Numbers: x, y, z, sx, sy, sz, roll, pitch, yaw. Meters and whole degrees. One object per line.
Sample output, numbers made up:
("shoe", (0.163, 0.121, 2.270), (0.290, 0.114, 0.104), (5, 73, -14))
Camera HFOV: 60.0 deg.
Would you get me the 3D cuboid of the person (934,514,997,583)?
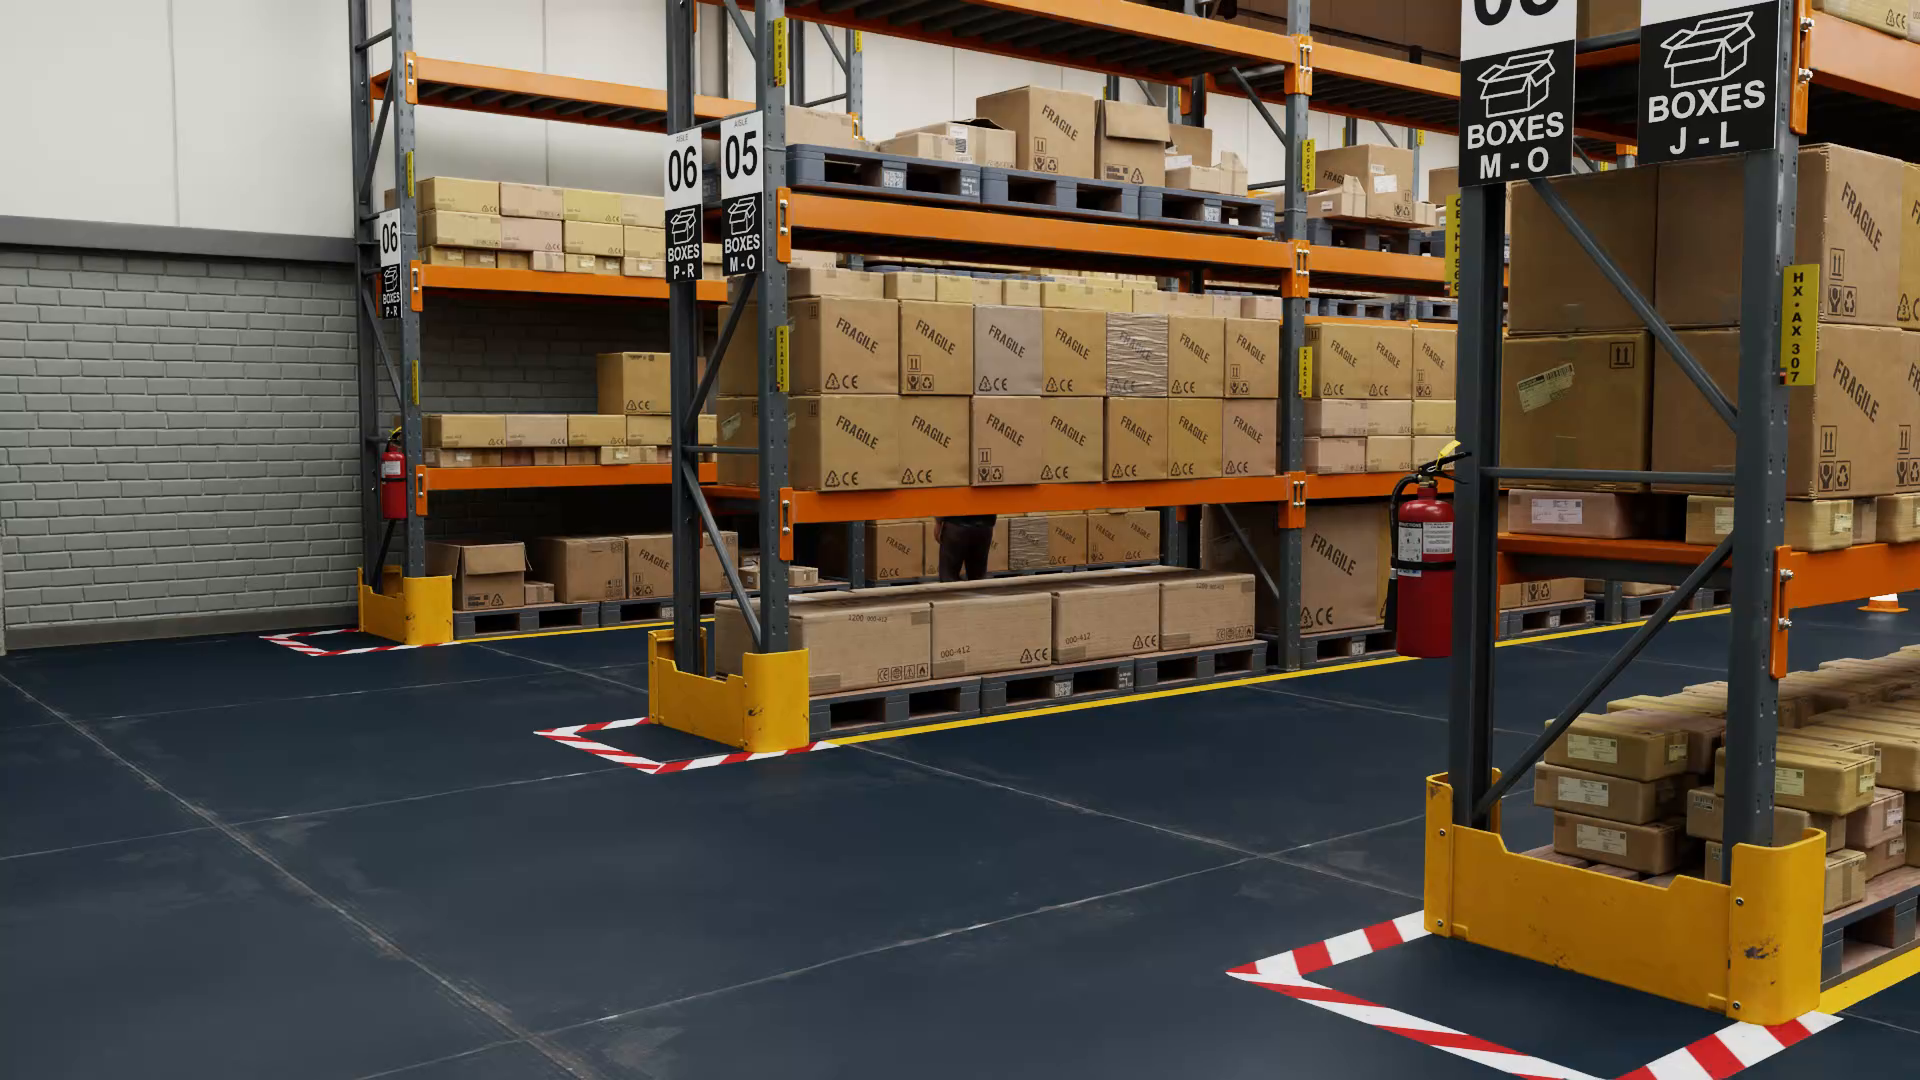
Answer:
("person", (0.030, -0.108, 12.599), (0.572, 1.720, 0.474), (-4, 6, -41))
